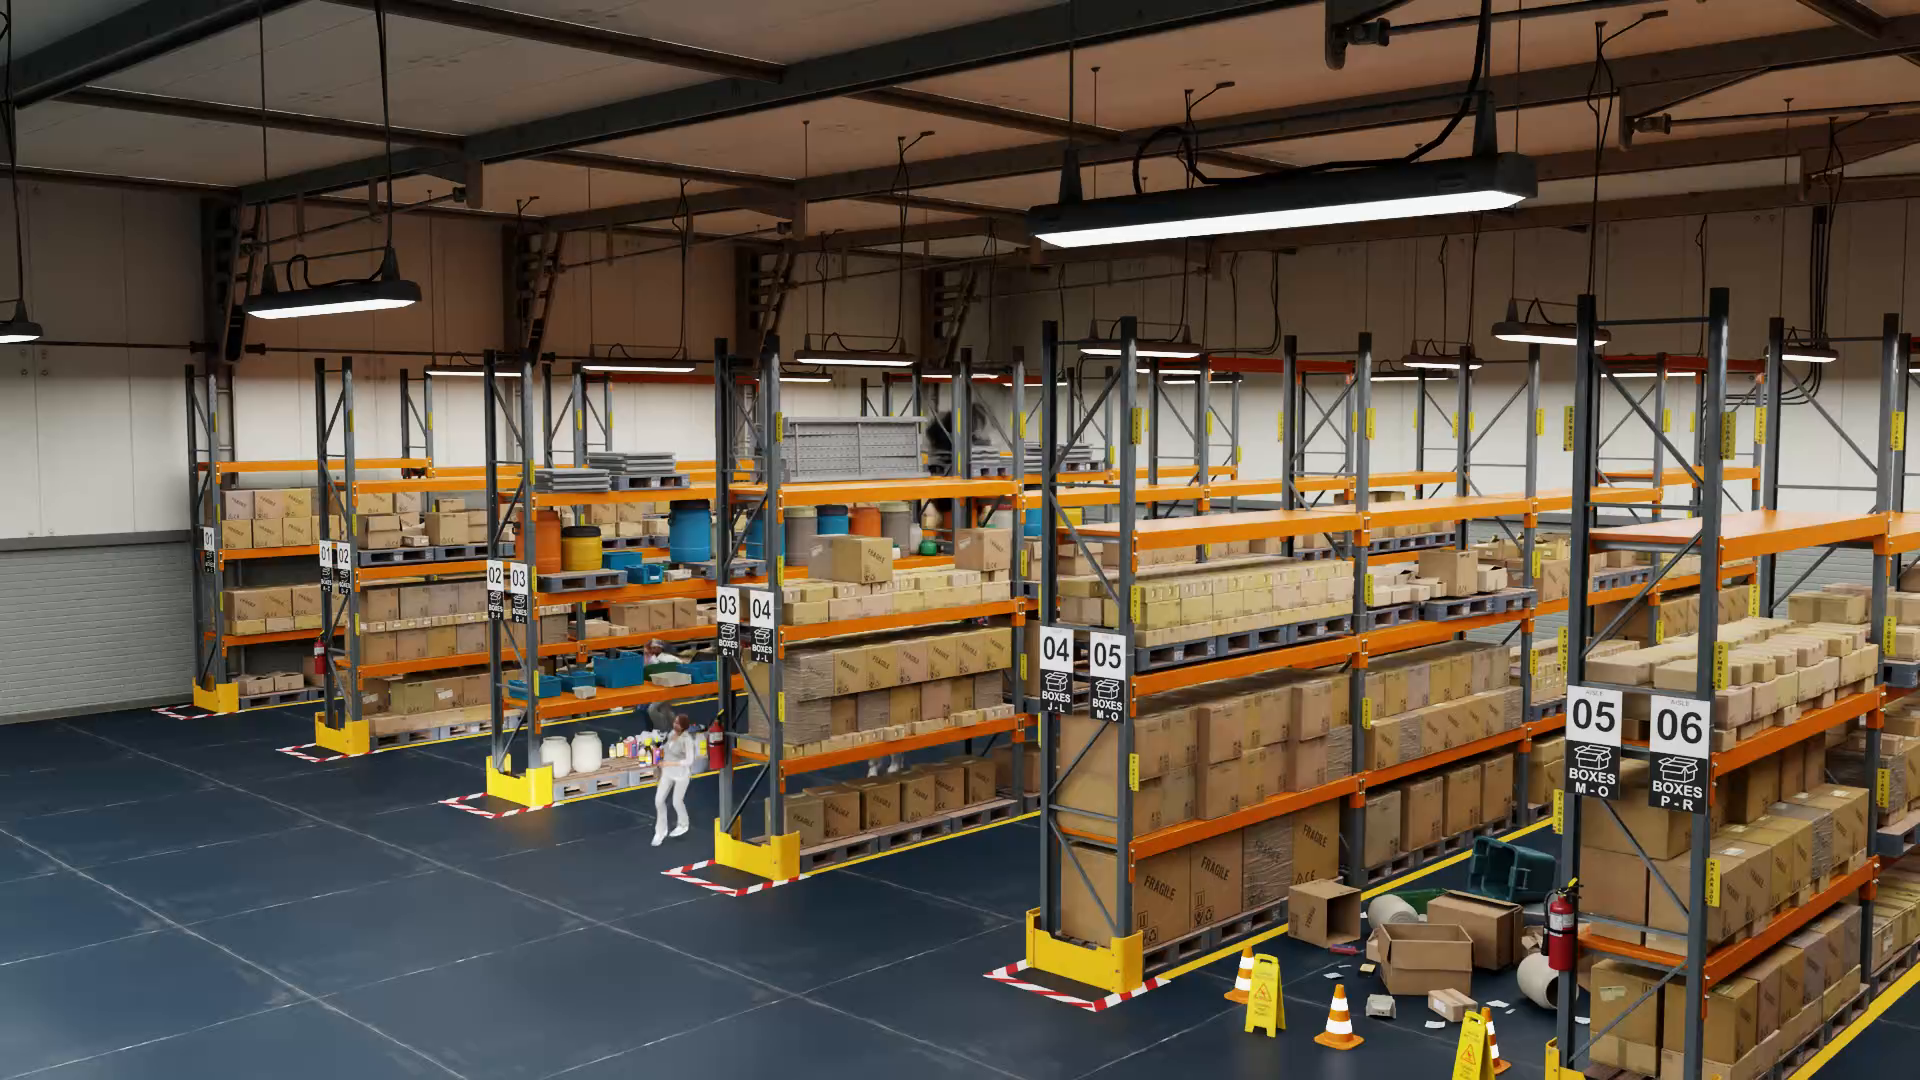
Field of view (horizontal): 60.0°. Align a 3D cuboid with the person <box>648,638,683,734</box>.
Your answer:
[{"bbox_3d":[-4.584,2.348,25.811,0.804,1.684,0.602,-4,6,-43],"label":"person"}]

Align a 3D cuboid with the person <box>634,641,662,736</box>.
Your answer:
[{"bbox_3d":[-4.912,2.375,26.460,0.545,1.560,0.577,-4,6,-44],"label":"person"}]

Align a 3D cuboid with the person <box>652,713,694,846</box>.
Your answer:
[{"bbox_3d":[-3.369,2.860,19.929,0.528,1.614,0.639,2,5,26],"label":"person"}]

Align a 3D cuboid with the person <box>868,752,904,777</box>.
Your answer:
[{"bbox_3d":[-1.084,2.486,23.506,0.675,1.830,0.810,3,5,30],"label":"person"}]
